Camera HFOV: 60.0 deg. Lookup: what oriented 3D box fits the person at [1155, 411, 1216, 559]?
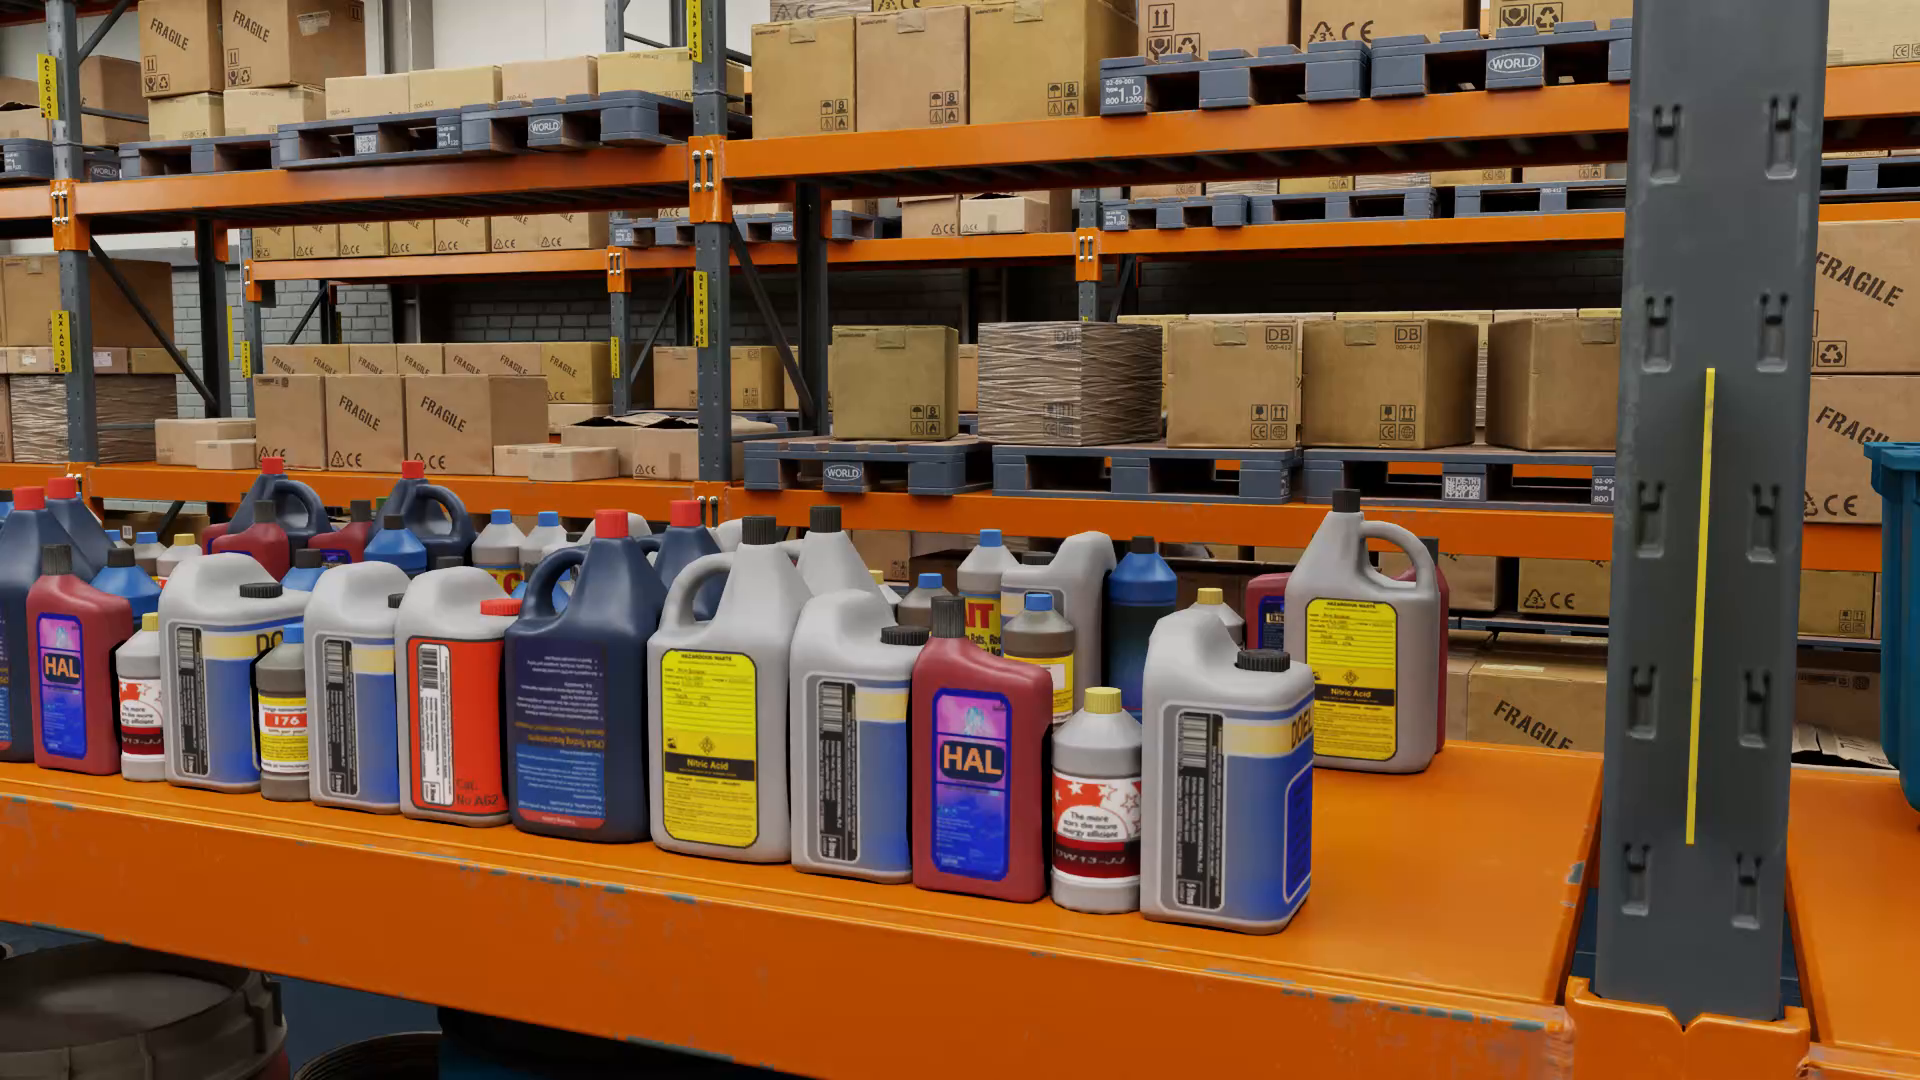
[{"bbox_3d":[1.234,0.016,9.477,0.937,1.645,0.463,1,6,9],"label":"person"}]
